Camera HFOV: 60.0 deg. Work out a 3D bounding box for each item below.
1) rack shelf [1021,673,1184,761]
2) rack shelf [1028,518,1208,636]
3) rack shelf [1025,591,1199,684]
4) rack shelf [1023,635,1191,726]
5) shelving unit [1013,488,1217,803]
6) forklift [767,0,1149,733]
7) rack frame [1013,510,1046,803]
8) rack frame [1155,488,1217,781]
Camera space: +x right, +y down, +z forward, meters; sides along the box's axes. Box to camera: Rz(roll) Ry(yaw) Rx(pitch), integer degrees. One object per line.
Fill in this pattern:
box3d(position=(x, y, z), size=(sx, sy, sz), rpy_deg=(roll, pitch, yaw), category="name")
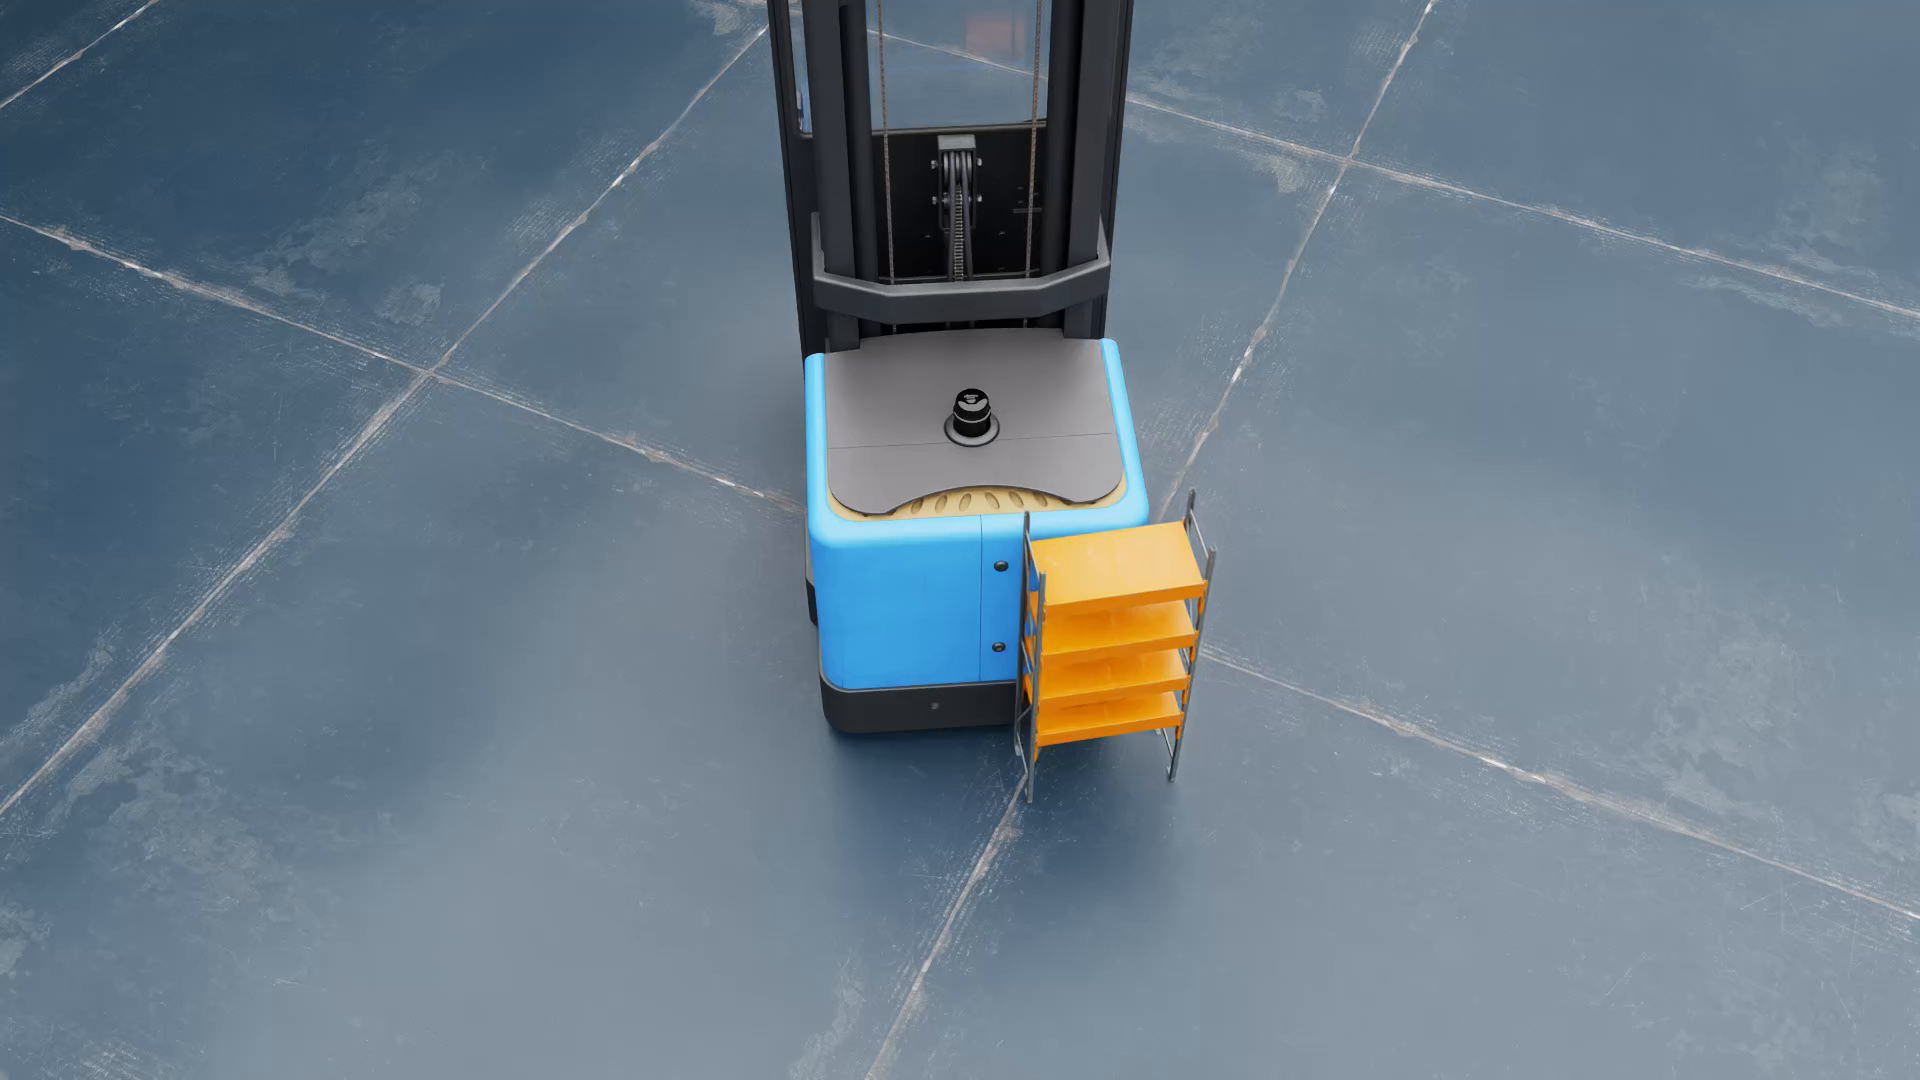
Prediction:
box3d(position=(0.451, 0.533, 5.358), size=(0.480, 0.148, 0.258), rpy_deg=(-8, 50, -7), category="rack shelf")
box3d(position=(0.451, 0.106, 4.856), size=(0.480, 0.148, 0.258), rpy_deg=(-8, 50, -7), category="rack shelf")
box3d(position=(0.451, 0.259, 5.036), size=(0.480, 0.148, 0.258), rpy_deg=(-8, 50, -7), category="rack shelf")
box3d(position=(0.451, 0.404, 5.207), size=(0.480, 0.148, 0.258), rpy_deg=(-8, 50, -7), category="rack shelf")
box3d(position=(0.451, 0.360, 5.155), size=(0.503, 1.200, 0.258), rpy_deg=(-8, 50, -7), category="shelving unit")
box3d(position=(-0.046, -1.426, 5.538), size=(1.130, 2.935, 3.031), rpy_deg=(-3, 50, -3), category="forklift")
box3d(position=(0.211, 0.393, 5.128), size=(0.015, 1.200, 0.240), rpy_deg=(-8, 50, -7), category="rack frame")
box3d(position=(0.691, 0.328, 5.183), size=(0.015, 1.200, 0.240), rpy_deg=(-8, 50, -7), category="rack frame")
